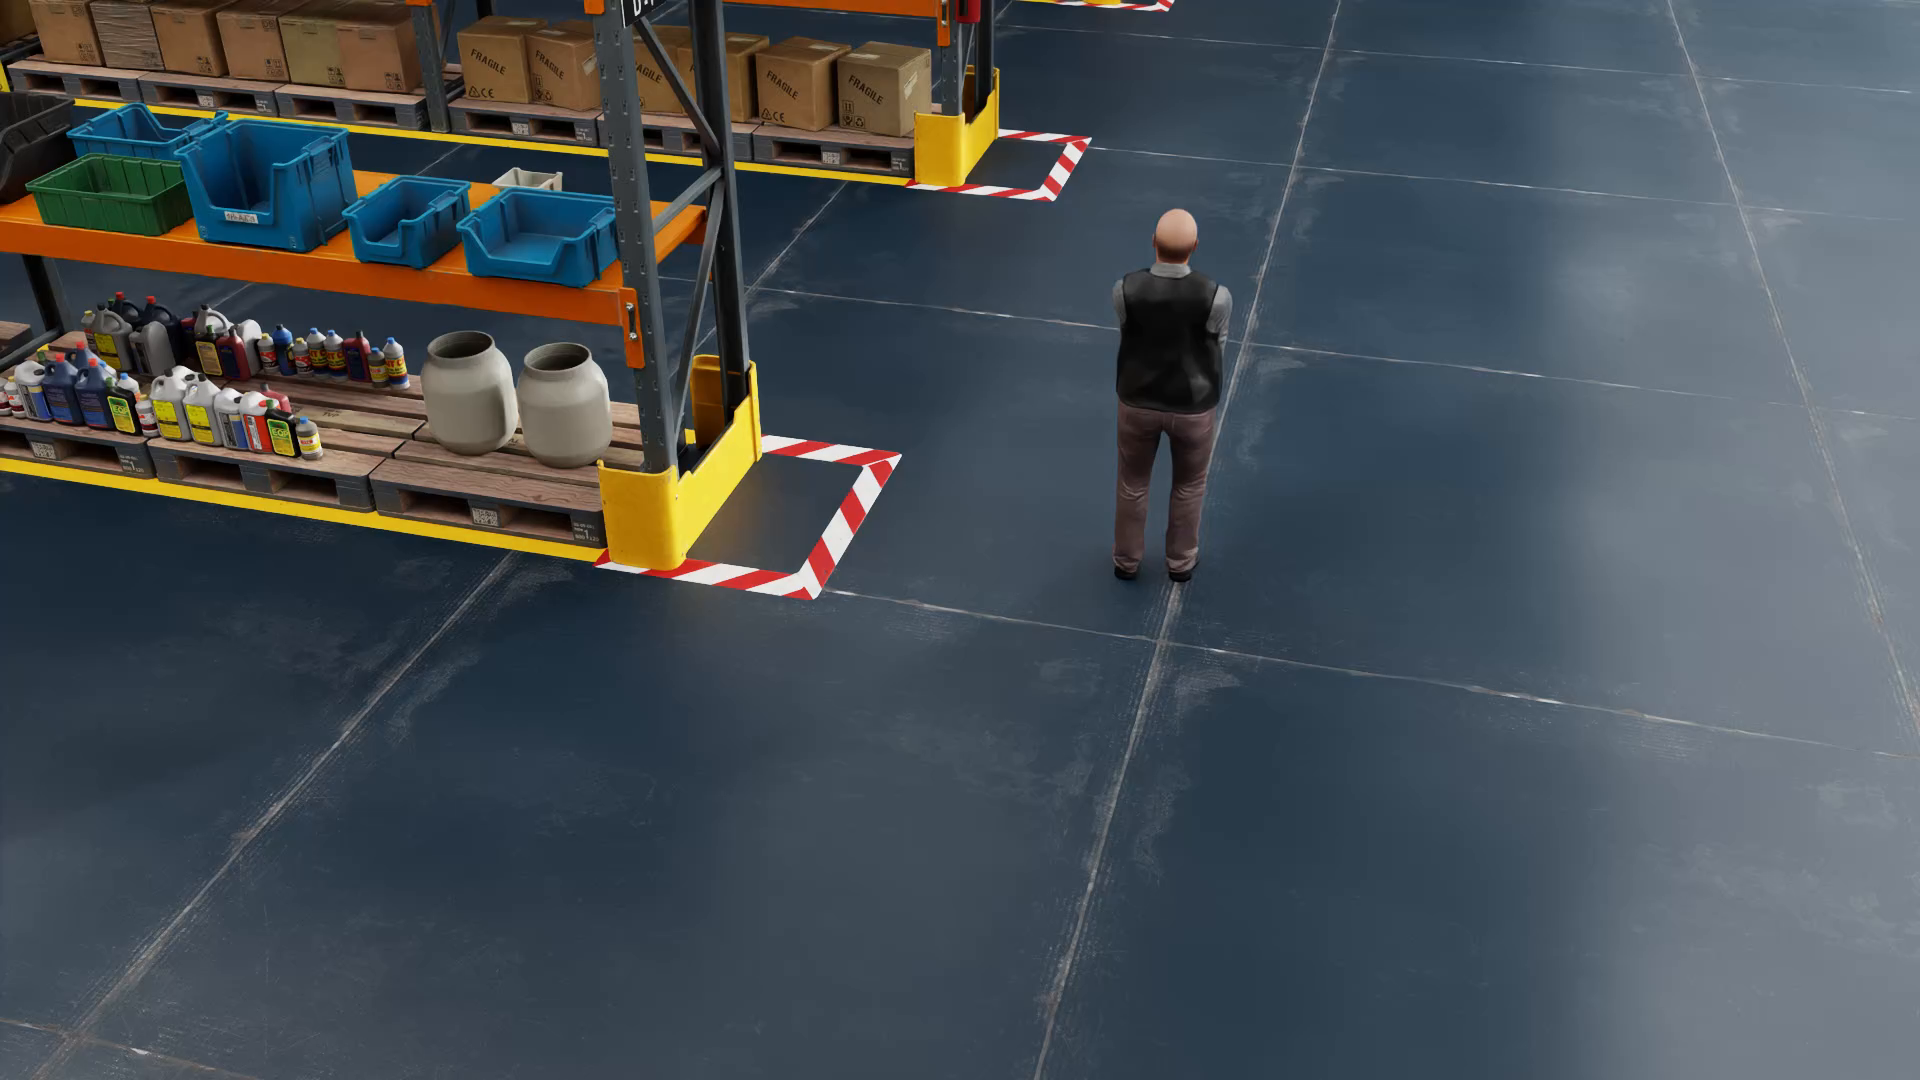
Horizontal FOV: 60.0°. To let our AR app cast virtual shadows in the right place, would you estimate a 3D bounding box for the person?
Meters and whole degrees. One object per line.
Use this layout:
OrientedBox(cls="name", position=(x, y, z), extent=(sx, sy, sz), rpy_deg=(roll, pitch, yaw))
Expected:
OrientedBox(cls="person", position=(0.887, -0.624, 7.142), extent=(0.495, 1.721, 0.554), rpy_deg=(8, 33, 12))
